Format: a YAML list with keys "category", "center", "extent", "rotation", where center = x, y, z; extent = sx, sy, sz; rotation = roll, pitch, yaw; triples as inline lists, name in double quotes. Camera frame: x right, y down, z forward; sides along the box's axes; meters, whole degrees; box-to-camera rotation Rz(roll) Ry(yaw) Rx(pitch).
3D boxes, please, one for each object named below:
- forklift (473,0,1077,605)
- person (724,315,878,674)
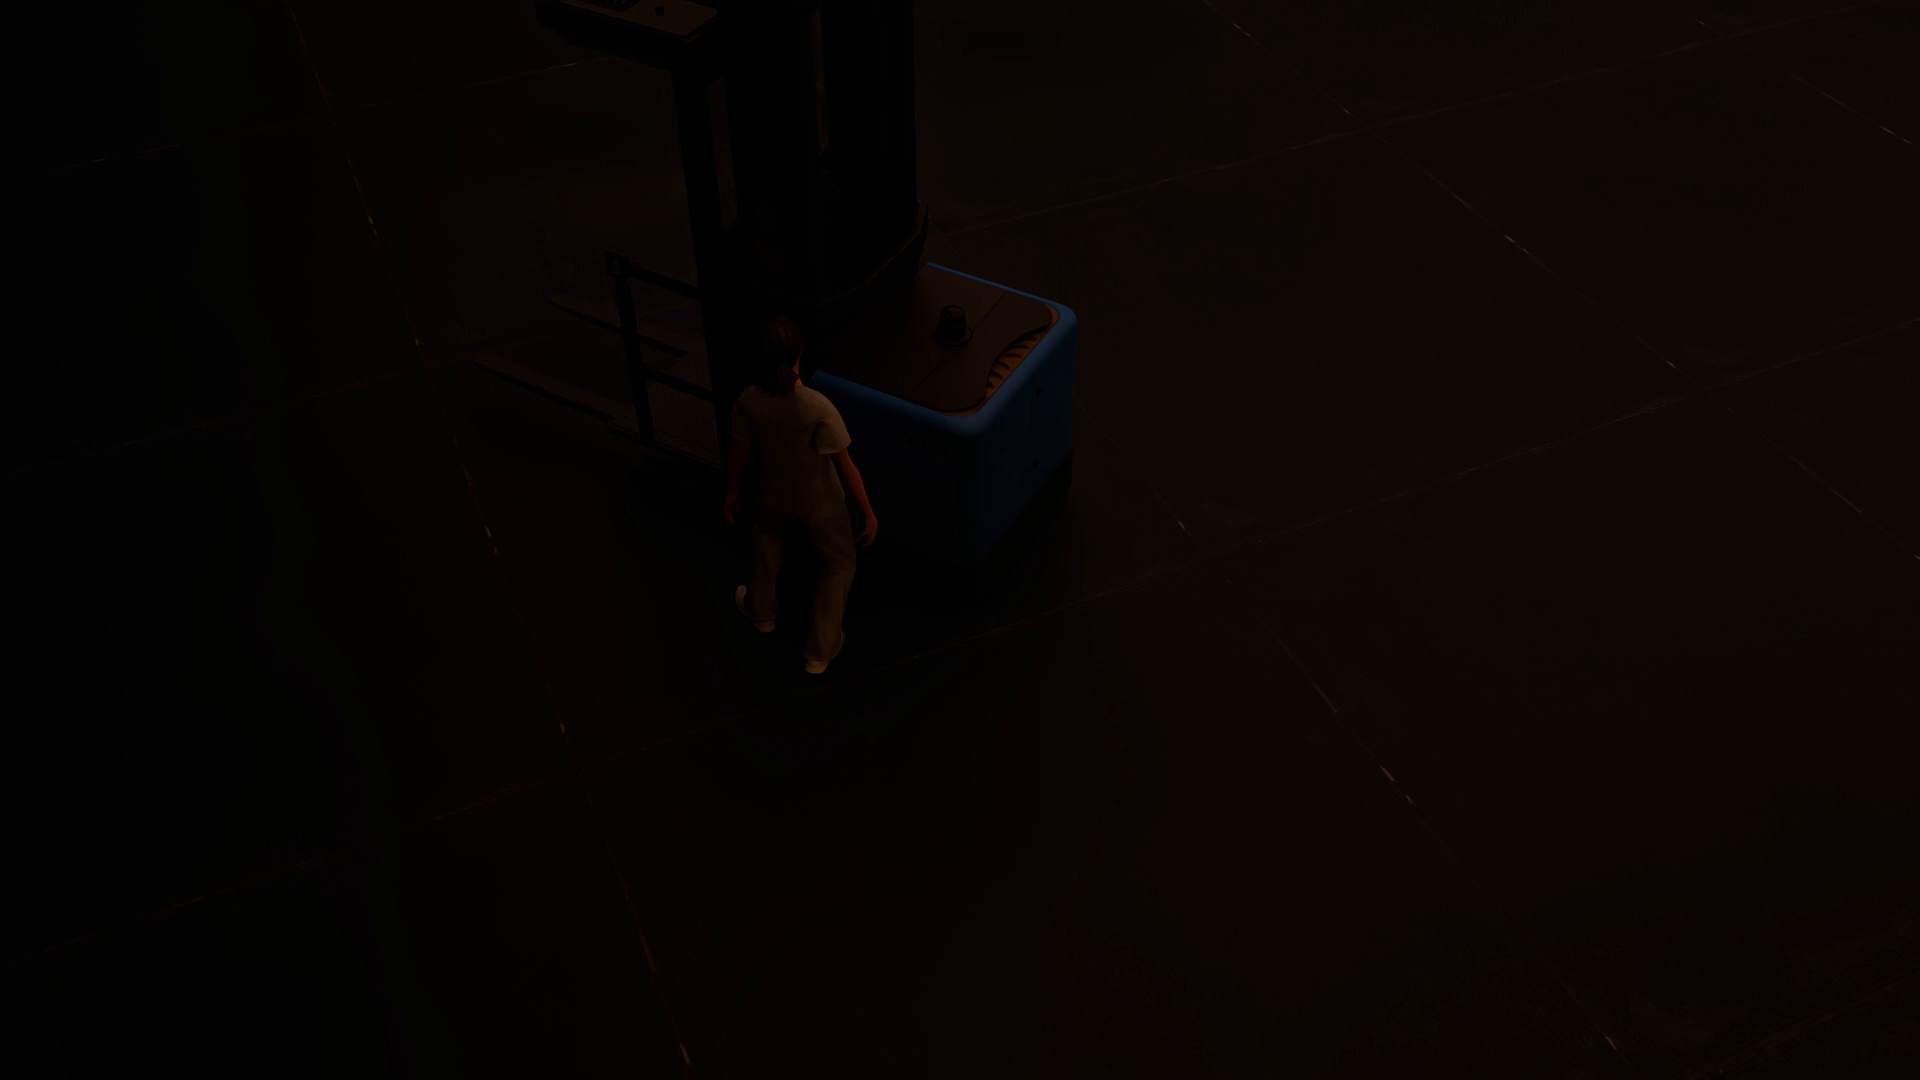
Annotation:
- category: "forklift"
  center: [-1.004, -1.518, 7.307]
  extent: [3.031, 2.935, 1.130]
  rotation: [21, 47, 21]
- category: "person"
  center: [-0.691, -0.159, 6.832]
  extent: [0.799, 1.642, 0.424]
  rotation: [18, 46, 18]
